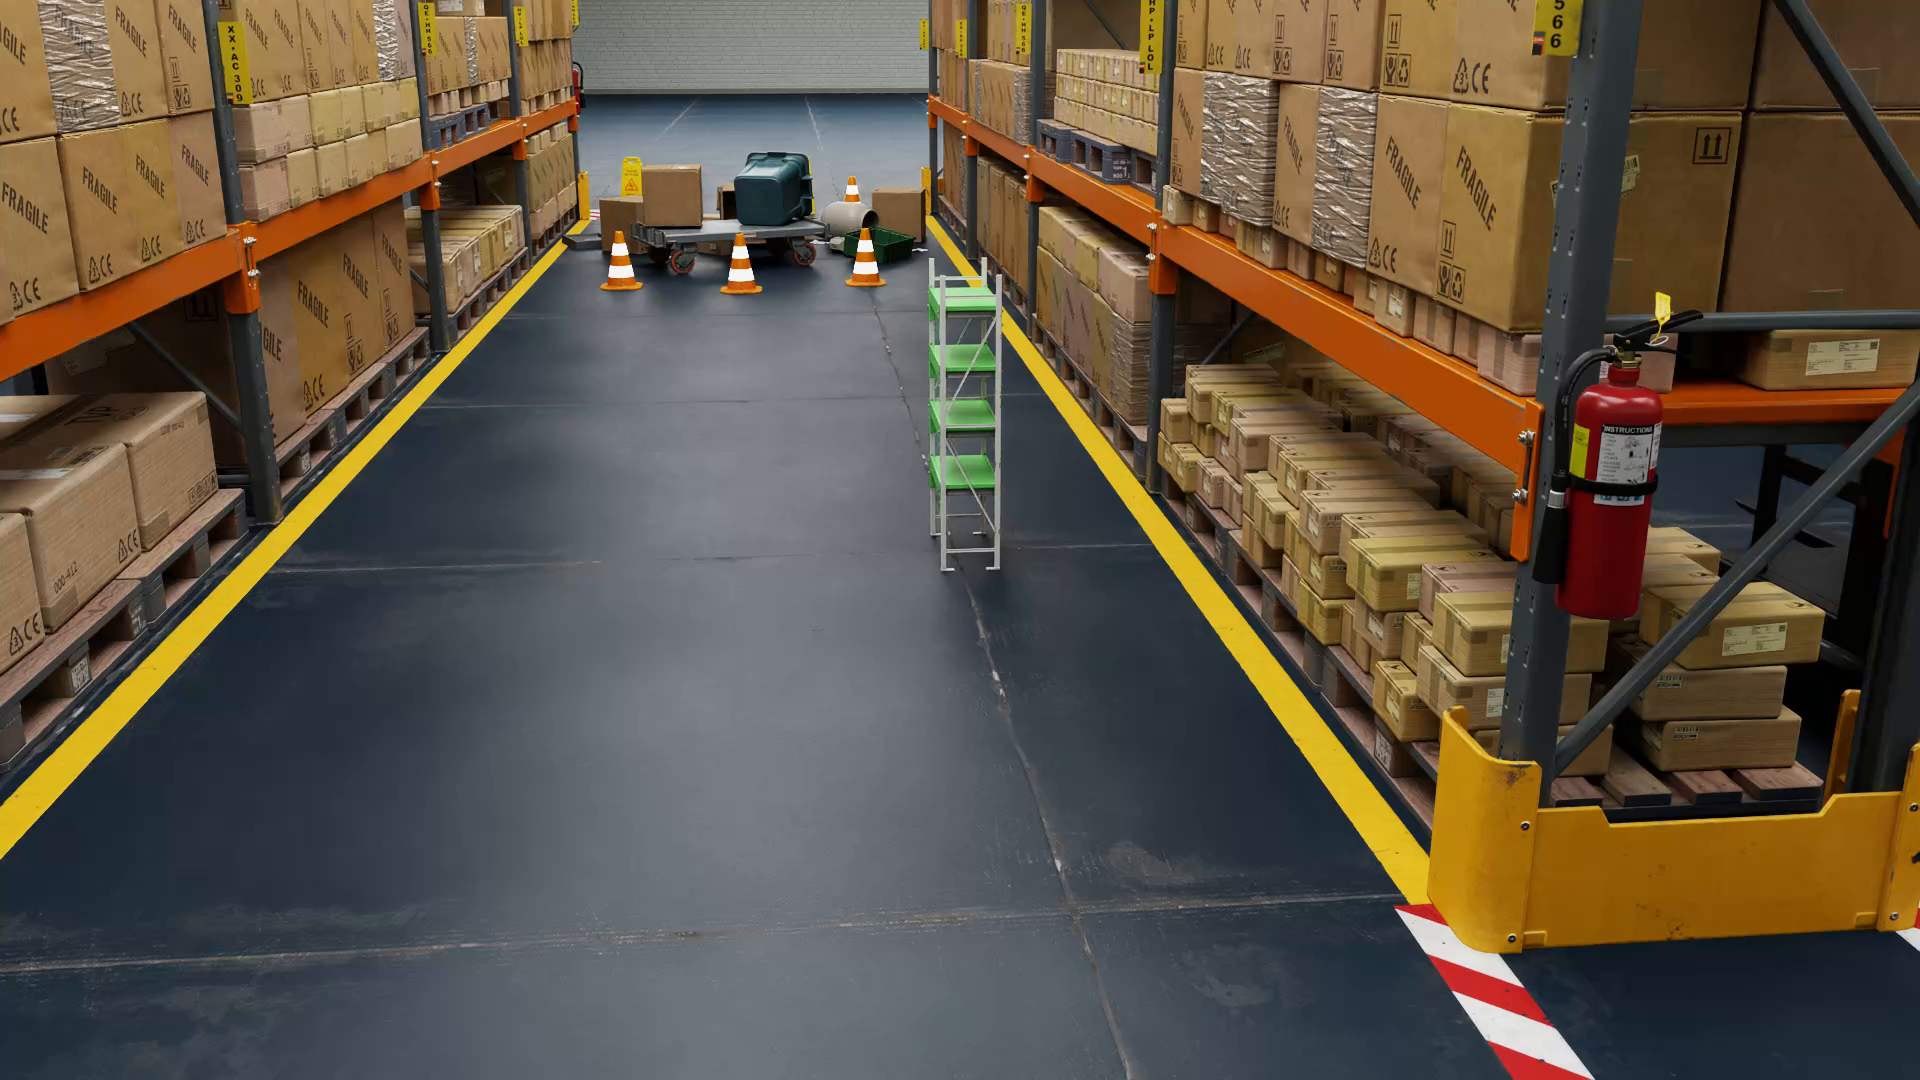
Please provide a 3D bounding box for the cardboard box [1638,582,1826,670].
[{"bbox_3d":[2.084,0.230,4.502,0.380,0.149,0.250,-3,18,-8],"label":"cardboard box"}]

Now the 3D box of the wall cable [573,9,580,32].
[{"bbox_3d":[-12.607,-15.911,48.019,3.097,2.526,0.112,-2,18,-6],"label":"wall cable"}]

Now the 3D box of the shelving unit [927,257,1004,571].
[{"bbox_3d":[0.017,-0.523,6.840,0.258,1.200,0.503,-2,18,-6],"label":"shelving unit"}]

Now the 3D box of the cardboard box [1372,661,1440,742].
[{"bbox_3d":[1.411,0.456,4.774,0.380,0.149,0.250,-1,17,-4],"label":"cardboard box"}]

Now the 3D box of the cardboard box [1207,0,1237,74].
[{"bbox_3d":[1.261,-2.042,6.341,0.500,0.500,0.500,-2,18,-7],"label":"cardboard box"}]

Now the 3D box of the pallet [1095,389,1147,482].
[{"bbox_3d":[1.306,-0.573,8.649,1.003,0.211,1.213,-2,18,-6],"label":"pallet"}]

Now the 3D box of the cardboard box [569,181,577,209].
[{"bbox_3d":[-4.410,-3.712,17.883,0.500,0.250,0.500,-2,18,-6],"label":"cardboard box"}]

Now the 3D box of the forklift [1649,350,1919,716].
[{"bbox_3d":[3.233,-0.895,5.134,1.130,2.935,3.031,-3,18,-9],"label":"forklift"}]

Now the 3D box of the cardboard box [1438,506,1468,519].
[{"bbox_3d":[1.807,-0.015,5.778,0.380,0.149,0.250,-1,17,-3],"label":"cardboard box"}]

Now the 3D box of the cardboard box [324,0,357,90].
[{"bbox_3d":[-3.474,-2.607,8.637,0.500,0.500,0.500,-2,18,-7],"label":"cardboard box"}]

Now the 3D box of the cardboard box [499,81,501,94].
[{"bbox_3d":[-4.013,-3.728,13.763,0.380,0.149,0.250,-2,18,-7],"label":"cardboard box"}]

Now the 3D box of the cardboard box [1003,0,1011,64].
[{"bbox_3d":[0.727,-4.128,13.482,0.700,0.500,0.500,-2,18,-5],"label":"cardboard box"}]

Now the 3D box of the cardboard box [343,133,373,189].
[{"bbox_3d":[-3.442,-2.012,8.830,0.500,0.250,0.500,-2,18,-7],"label":"cardboard box"}]

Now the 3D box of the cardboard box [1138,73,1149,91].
[{"bbox_3d":[1.099,-2.306,8.240,0.380,0.149,0.250,-2,18,-7],"label":"cardboard box"}]

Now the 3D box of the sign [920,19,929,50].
[{"bbox_3d":[-0.402,-5.682,18.690,0.100,0.325,0.005,-2,18,-6],"label":"sign"}]

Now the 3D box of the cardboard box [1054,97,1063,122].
[{"bbox_3d":[0.821,-2.804,10.819,0.380,0.149,0.250,-2,18,-6],"label":"cardboard box"}]

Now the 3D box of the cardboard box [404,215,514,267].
[{"bbox_3d":[-4.216,-2.448,13.653,0.950,0.372,0.625,-1,17,-2],"label":"cardboard box"}]

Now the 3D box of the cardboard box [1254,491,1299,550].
[{"bbox_3d":[1.277,-0.077,5.976,0.380,0.149,0.250,-2,18,-5],"label":"cardboard box"}]

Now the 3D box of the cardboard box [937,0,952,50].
[{"bbox_3d":[0.221,-5.389,17.283,0.875,0.550,0.550,-2,18,-6],"label":"cardboard box"}]

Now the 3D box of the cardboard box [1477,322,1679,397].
[{"bbox_3d":[1.486,-0.448,4.016,0.380,0.149,0.250,-2,18,-6],"label":"cardboard box"}]

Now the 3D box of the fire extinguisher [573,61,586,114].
[{"bbox_3d":[-4.316,-5.075,18.463,0.296,0.674,0.183,-2,18,-6],"label":"fire extinguisher"}]

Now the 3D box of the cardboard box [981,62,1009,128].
[{"bbox_3d":[0.451,-3.638,13.590,0.500,0.500,0.500,-2,18,-6],"label":"cardboard box"}]

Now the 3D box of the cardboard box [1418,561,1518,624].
[{"bbox_3d":[1.525,0.170,4.693,0.380,0.149,0.250,-1,17,-5],"label":"cardboard box"}]

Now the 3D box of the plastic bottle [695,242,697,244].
[{"bbox_3d":[-2.618,-2.912,16.351,0.133,0.061,0.283,1,17,4],"label":"plastic bottle"}]

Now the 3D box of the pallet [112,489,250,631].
[{"bbox_3d":[-3.525,0.071,6.598,1.003,0.211,1.213,-2,18,-6],"label":"pallet"}]

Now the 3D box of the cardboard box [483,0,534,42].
[{"bbox_3d":[-4.180,-4.676,14.731,0.700,0.500,0.500,-2,18,-6],"label":"cardboard box"}]

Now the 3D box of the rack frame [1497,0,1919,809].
[{"bbox_3d":[1.800,-0.480,3.697,1.000,3.000,0.127,-2,18,-6],"label":"rack frame"}]

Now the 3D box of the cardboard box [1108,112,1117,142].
[{"bbox_3d":[1.012,-2.252,9.061,0.380,0.149,0.250,-1,17,-3],"label":"cardboard box"}]

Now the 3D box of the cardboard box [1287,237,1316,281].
[{"bbox_3d":[1.350,-0.988,5.734,0.380,0.149,0.250,-1,17,-4],"label":"cardboard box"}]

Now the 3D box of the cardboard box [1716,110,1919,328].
[{"bbox_3d":[2.029,-0.811,4.090,0.500,0.500,0.500,-1,17,-3],"label":"cardboard box"}]

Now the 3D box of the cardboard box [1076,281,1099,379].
[{"bbox_3d":[0.960,-1.198,9.456,0.500,0.500,0.500,-2,18,-7],"label":"cardboard box"}]

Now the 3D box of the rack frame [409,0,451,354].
[{"bbox_3d":[-3.938,-2.680,10.706,1.000,3.000,0.127,-2,18,-6],"label":"rack frame"}]

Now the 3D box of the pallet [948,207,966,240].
[{"bbox_3d":[0.433,-3.318,17.392,1.003,0.211,1.213,-2,18,-6],"label":"pallet"}]

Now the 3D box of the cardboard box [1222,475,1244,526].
[{"bbox_3d":[1.287,-0.167,6.760,0.380,0.149,0.250,-2,18,-7],"label":"cardboard box"}]

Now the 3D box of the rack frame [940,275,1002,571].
[{"bbox_3d":[0.042,-0.450,6.609,0.240,1.200,0.015,-2,18,-6],"label":"rack frame"}]

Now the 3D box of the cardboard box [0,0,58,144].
[{"bbox_3d":[-3.052,-1.428,4.883,0.500,0.500,0.500,-2,18,-5],"label":"cardboard box"}]

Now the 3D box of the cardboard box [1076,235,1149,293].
[{"bbox_3d":[0.951,-1.562,9.363,0.500,0.250,0.500,-3,18,-8],"label":"cardboard box"}]

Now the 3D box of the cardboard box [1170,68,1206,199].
[{"bbox_3d":[1.188,-1.706,6.938,0.500,0.500,0.500,-2,18,-7],"label":"cardboard box"}]

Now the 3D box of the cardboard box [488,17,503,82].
[{"bbox_3d":[-4.022,-3.983,13.493,0.500,0.500,0.500,-2,18,-5],"label":"cardboard box"}]

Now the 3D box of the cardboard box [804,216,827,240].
[{"bbox_3d":[-1.446,-3.206,16.944,0.396,0.266,0.258,1,17,4],"label":"cardboard box"}]

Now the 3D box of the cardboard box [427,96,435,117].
[{"bbox_3d":[-3.782,-2.948,11.279,0.380,0.149,0.250,-3,18,-9],"label":"cardboard box"}]

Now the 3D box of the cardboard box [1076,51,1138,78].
[{"bbox_3d":[0.908,-2.852,9.977,0.380,0.149,0.250,-3,18,-8],"label":"cardboard box"}]

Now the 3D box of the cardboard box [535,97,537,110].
[{"bbox_3d":[-4.249,-4.161,15.842,0.380,0.149,0.250,-2,18,-6],"label":"cardboard box"}]

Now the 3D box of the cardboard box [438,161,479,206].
[{"bbox_3d":[-4.678,-3.286,15.273,0.500,0.500,0.500,-2,18,-6],"label":"cardboard box"}]

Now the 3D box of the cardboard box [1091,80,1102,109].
[{"bbox_3d":[0.960,-2.552,9.518,0.380,0.149,0.250,-2,18,-6],"label":"cardboard box"}]

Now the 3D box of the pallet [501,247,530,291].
[{"bbox_3d":[-4.269,-2.309,14.181,1.003,0.211,1.213,-2,18,-6],"label":"pallet"}]

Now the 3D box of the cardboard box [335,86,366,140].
[{"bbox_3d":[-3.452,-2.251,8.756,0.500,0.250,0.500,-2,18,-7],"label":"cardboard box"}]

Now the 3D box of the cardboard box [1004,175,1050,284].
[{"bbox_3d":[0.908,-2.435,12.979,1.050,0.750,0.750,-2,17,-5],"label":"cardboard box"}]

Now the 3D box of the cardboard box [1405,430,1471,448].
[{"bbox_3d":[1.891,-0.311,6.225,0.380,0.149,0.250,-2,18,-8],"label":"cardboard box"}]

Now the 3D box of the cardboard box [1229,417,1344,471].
[{"bbox_3d":[1.256,-0.373,6.423,0.380,0.149,0.250,-1,17,-4],"label":"cardboard box"}]

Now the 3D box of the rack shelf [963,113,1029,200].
[{"bbox_3d":[0.769,-3.116,13.294,1.077,0.370,4.000,-2,18,-6],"label":"rack shelf"}]

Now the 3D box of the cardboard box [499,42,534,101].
[{"bbox_3d":[-4.119,-4.201,14.887,0.500,0.500,0.500,-2,18,-6],"label":"cardboard box"}]

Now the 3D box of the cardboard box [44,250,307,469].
[{"bbox_3d":[-3.669,-0.857,7.746,0.875,0.875,0.875,-1,17,-4],"label":"cardboard box"}]
